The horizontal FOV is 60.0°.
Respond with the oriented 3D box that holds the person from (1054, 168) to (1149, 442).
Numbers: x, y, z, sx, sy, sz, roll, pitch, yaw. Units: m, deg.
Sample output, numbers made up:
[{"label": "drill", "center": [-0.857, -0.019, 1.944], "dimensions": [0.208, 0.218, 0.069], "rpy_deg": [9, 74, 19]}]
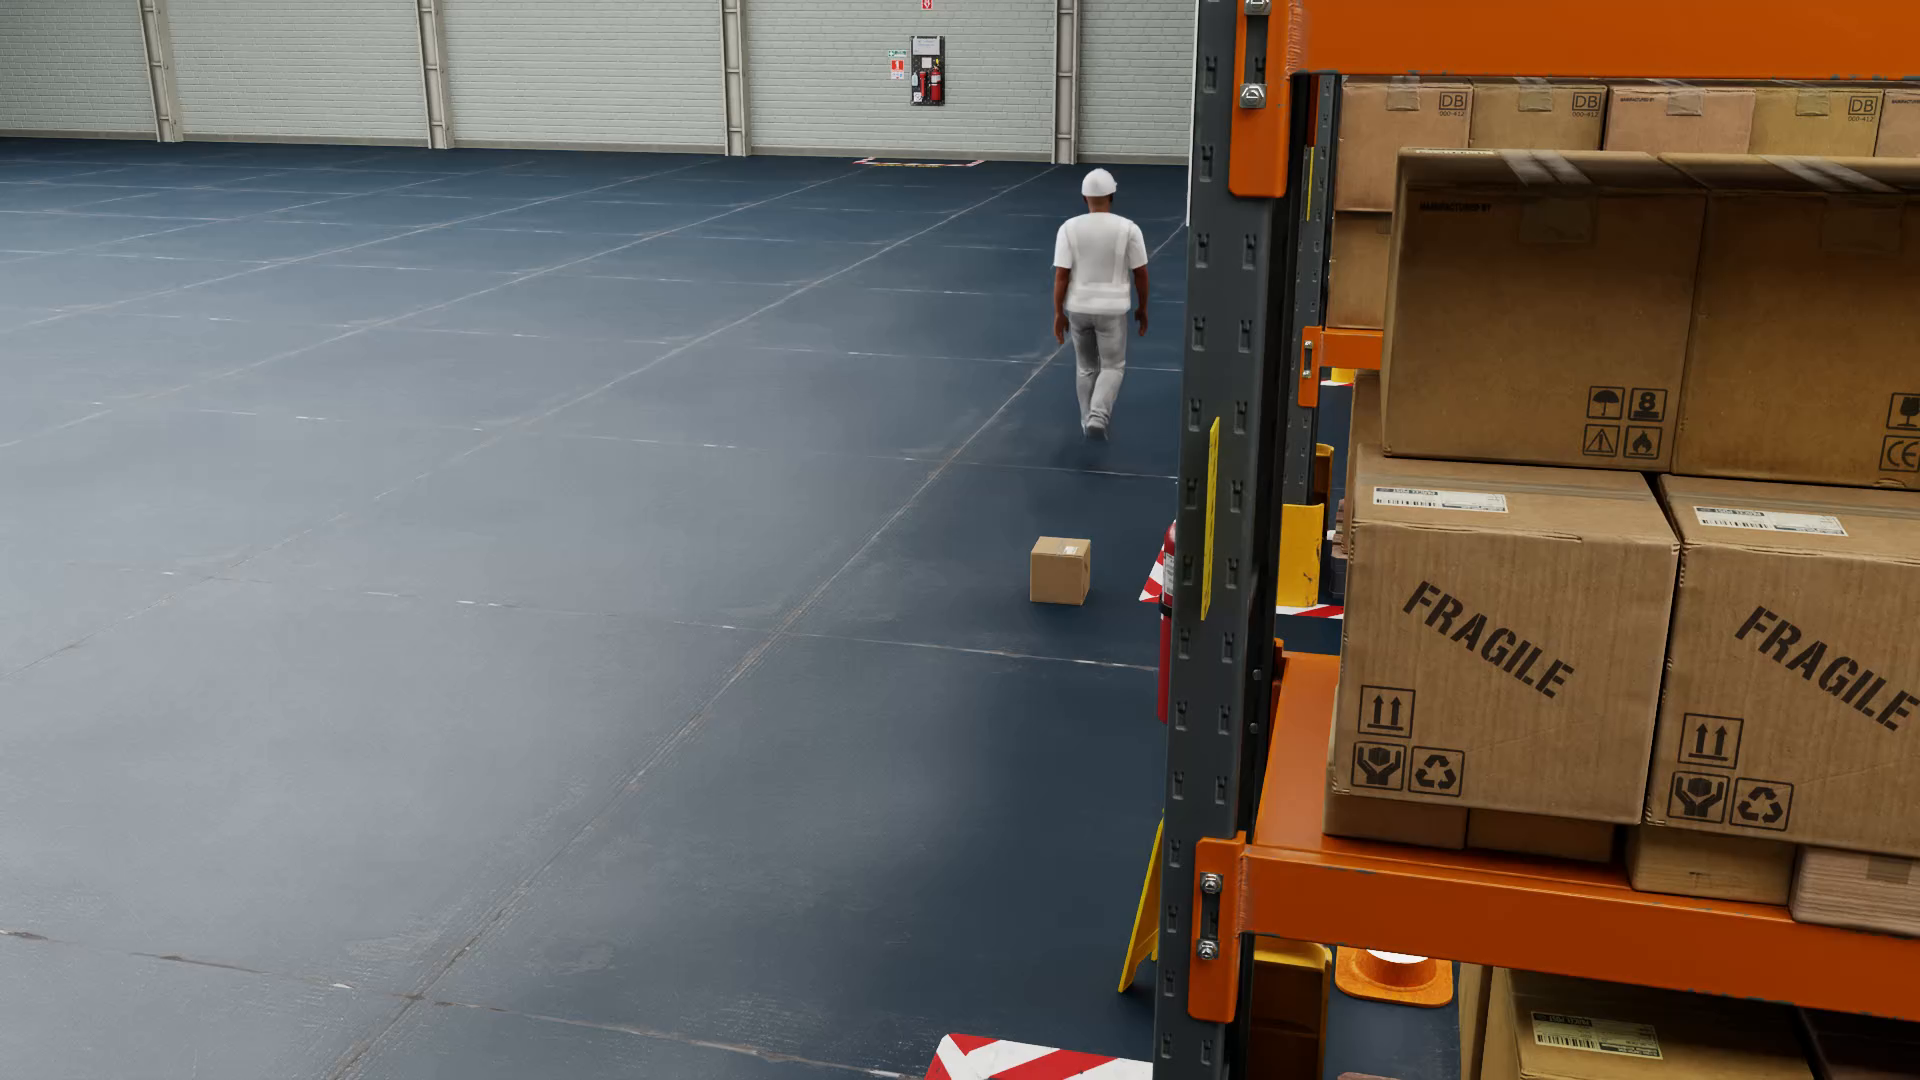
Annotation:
[{"label": "person", "center": [0.883, -1.437, 10.403], "dimensions": [0.581, 1.741, 0.928], "rpy_deg": [4, 19, 13]}]
